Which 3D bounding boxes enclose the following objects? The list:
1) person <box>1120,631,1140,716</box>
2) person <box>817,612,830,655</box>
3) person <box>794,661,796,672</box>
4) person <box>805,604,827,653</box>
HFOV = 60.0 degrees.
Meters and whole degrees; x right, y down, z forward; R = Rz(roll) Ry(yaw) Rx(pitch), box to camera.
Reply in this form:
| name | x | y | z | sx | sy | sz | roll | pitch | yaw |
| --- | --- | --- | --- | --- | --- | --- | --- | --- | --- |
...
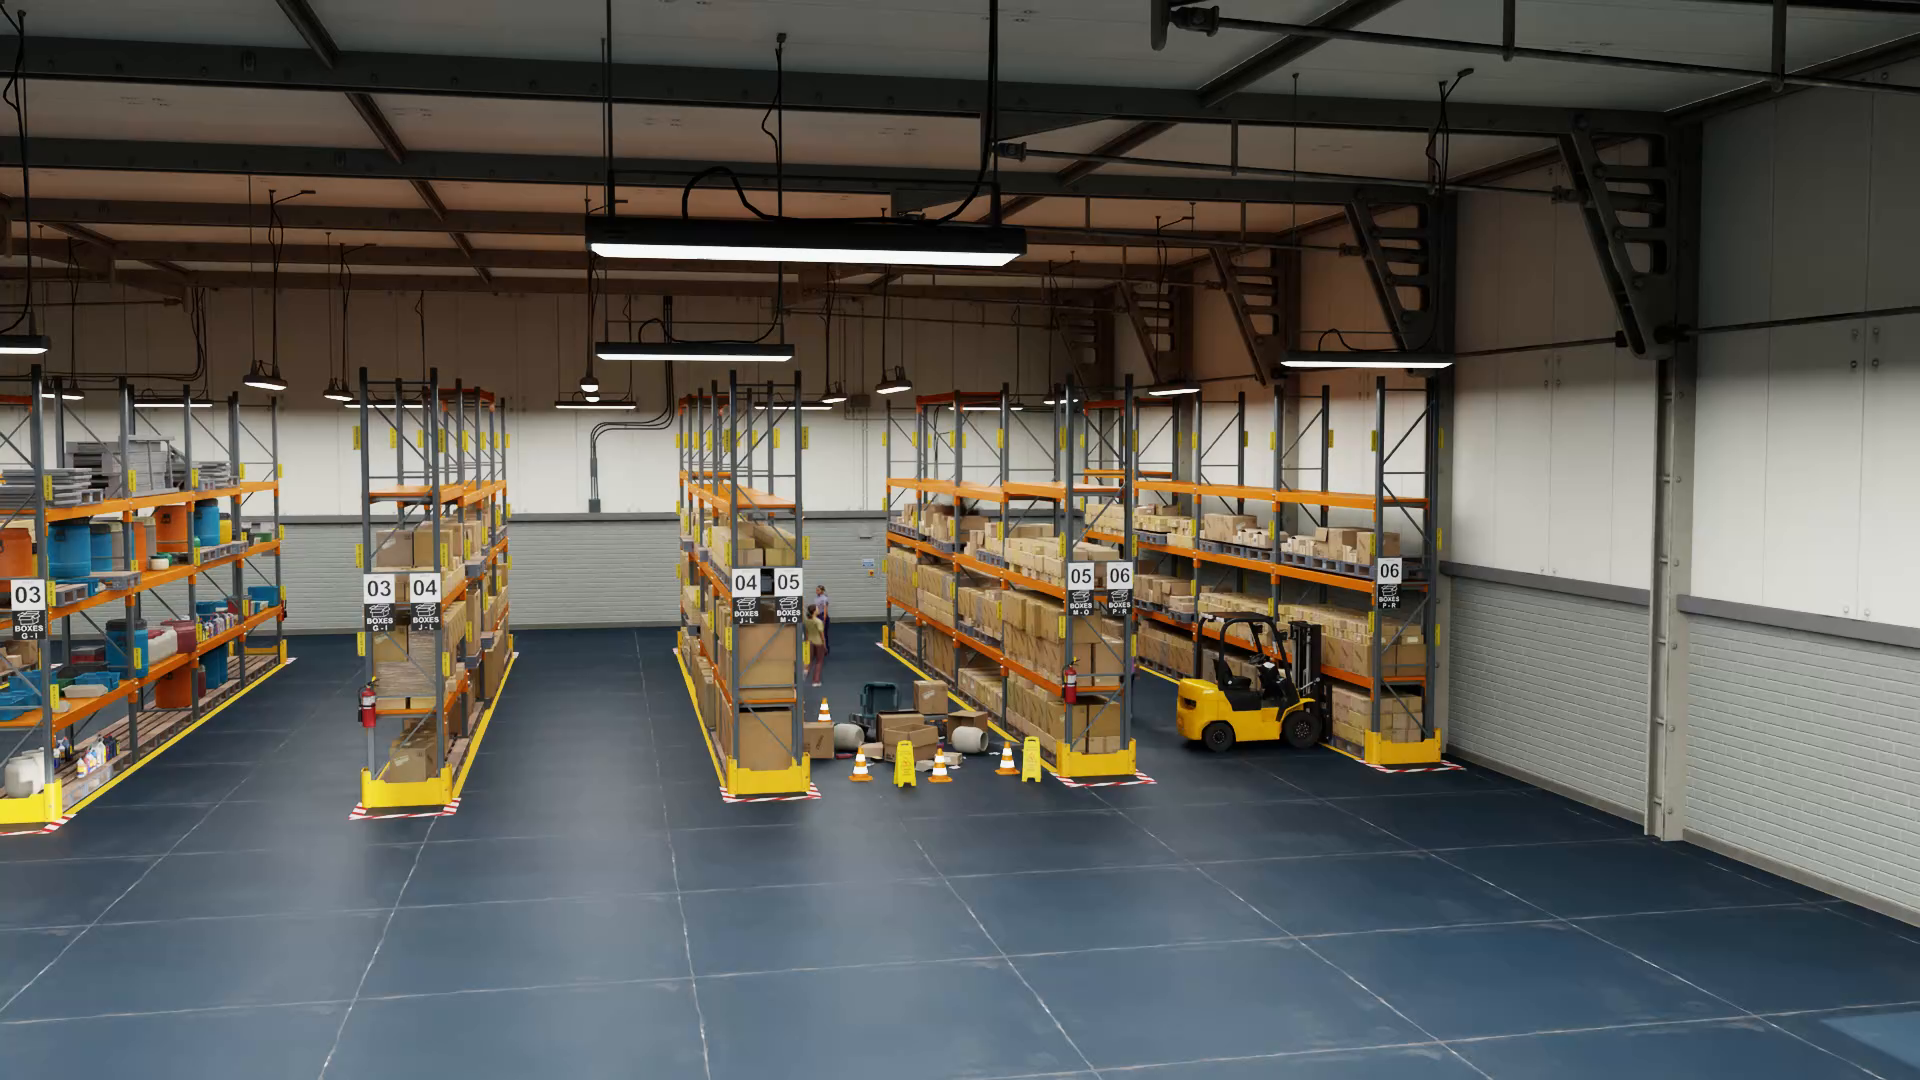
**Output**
| name | x | y | z | sx | sy | sz | roll | pitch | yaw |
| --- | --- | --- | --- | --- | --- | --- | --- | --- | --- |
| person | 2.989 | 2.416 | 30.221 | 0.541 | 1.543 | 0.886 | -1 | 3 | -11 |
| person | -3.325 | 2.199 | 38.947 | 0.422 | 1.067 | 0.508 | -3 | 5 | -42 |
| person | -3.510 | 2.001 | 35.661 | 0.399 | 1.746 | 0.570 | -2 | 4 | -32 |
| person | -2.852 | 1.745 | 32.824 | 0.485 | 0.969 | 0.349 | 1 | 4 | 18 |
